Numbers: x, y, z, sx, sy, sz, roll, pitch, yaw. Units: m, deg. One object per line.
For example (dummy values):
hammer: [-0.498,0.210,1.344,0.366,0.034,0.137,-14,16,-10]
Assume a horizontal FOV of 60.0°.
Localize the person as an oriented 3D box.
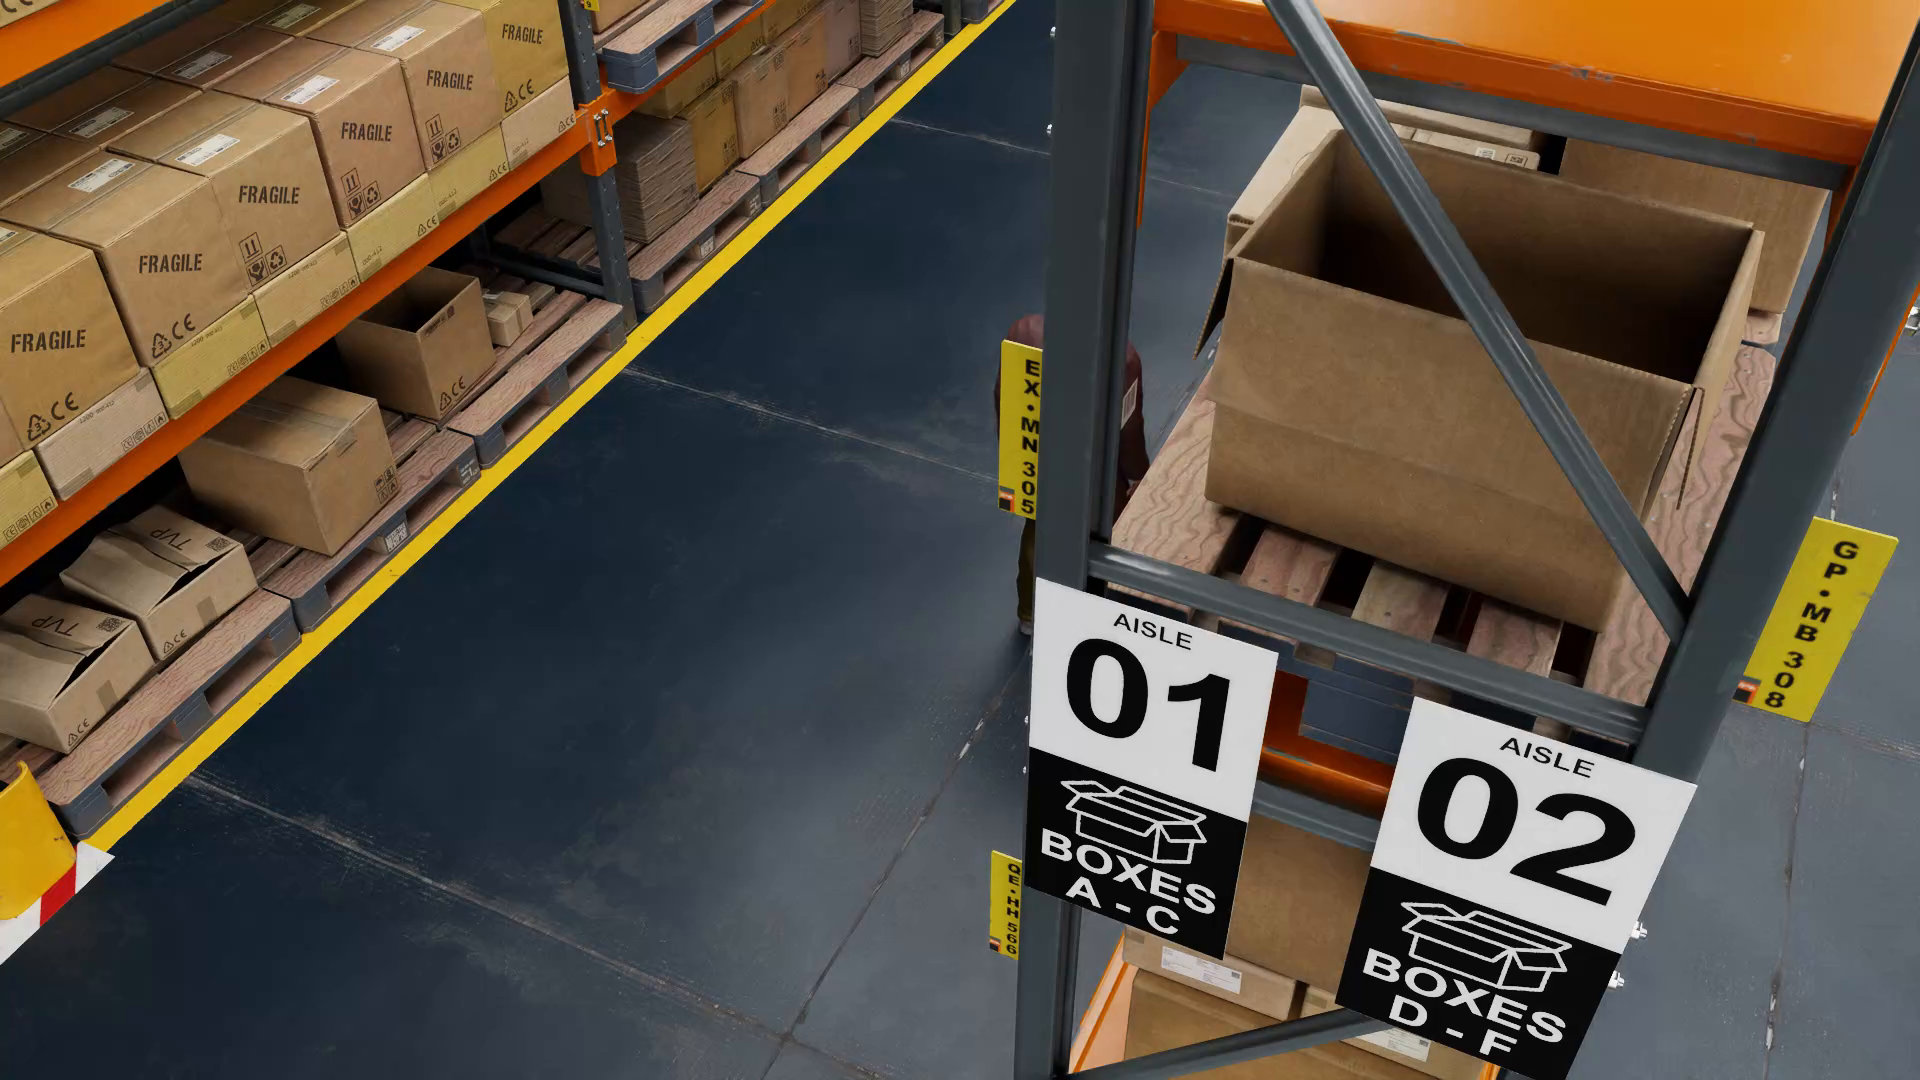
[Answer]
person: [0.438,-0.329,6.542,0.643,1.774,0.423,18,44,19]
